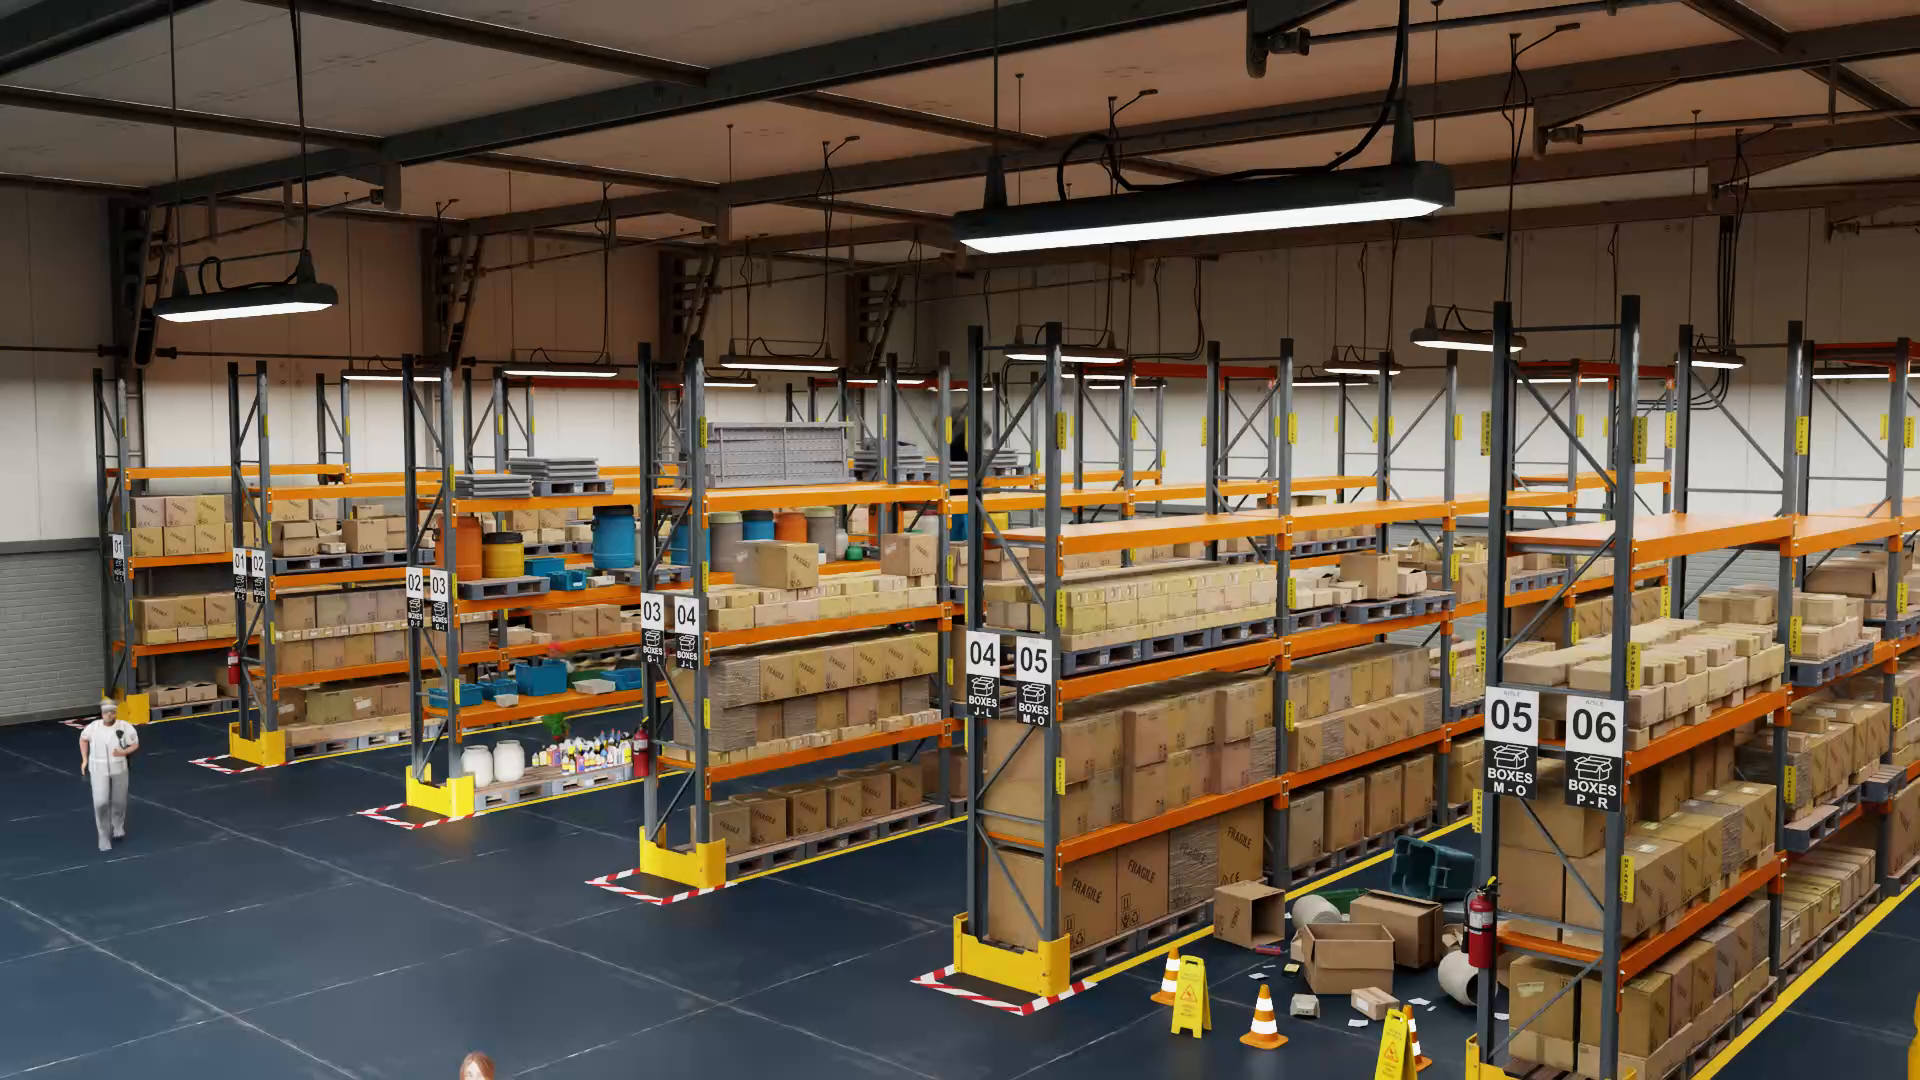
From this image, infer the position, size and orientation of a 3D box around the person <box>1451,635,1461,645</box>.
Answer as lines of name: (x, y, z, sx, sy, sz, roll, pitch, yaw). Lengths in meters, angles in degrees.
person: (7.951, 2.364, 26.522, 0.758, 1.716, 0.672, -3, 5, -39)

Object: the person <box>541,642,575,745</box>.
person: (-6.151, 2.425, 25.582, 0.645, 1.736, 0.636, 2, 5, 25)

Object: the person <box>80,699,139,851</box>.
person: (-10.245, 2.821, 20.056, 0.628, 1.834, 0.855, -2, 5, -28)

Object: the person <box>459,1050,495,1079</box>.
person: (-2.681, 3.683, 9.349, 0.526, 1.647, 0.684, -1, 4, -9)
